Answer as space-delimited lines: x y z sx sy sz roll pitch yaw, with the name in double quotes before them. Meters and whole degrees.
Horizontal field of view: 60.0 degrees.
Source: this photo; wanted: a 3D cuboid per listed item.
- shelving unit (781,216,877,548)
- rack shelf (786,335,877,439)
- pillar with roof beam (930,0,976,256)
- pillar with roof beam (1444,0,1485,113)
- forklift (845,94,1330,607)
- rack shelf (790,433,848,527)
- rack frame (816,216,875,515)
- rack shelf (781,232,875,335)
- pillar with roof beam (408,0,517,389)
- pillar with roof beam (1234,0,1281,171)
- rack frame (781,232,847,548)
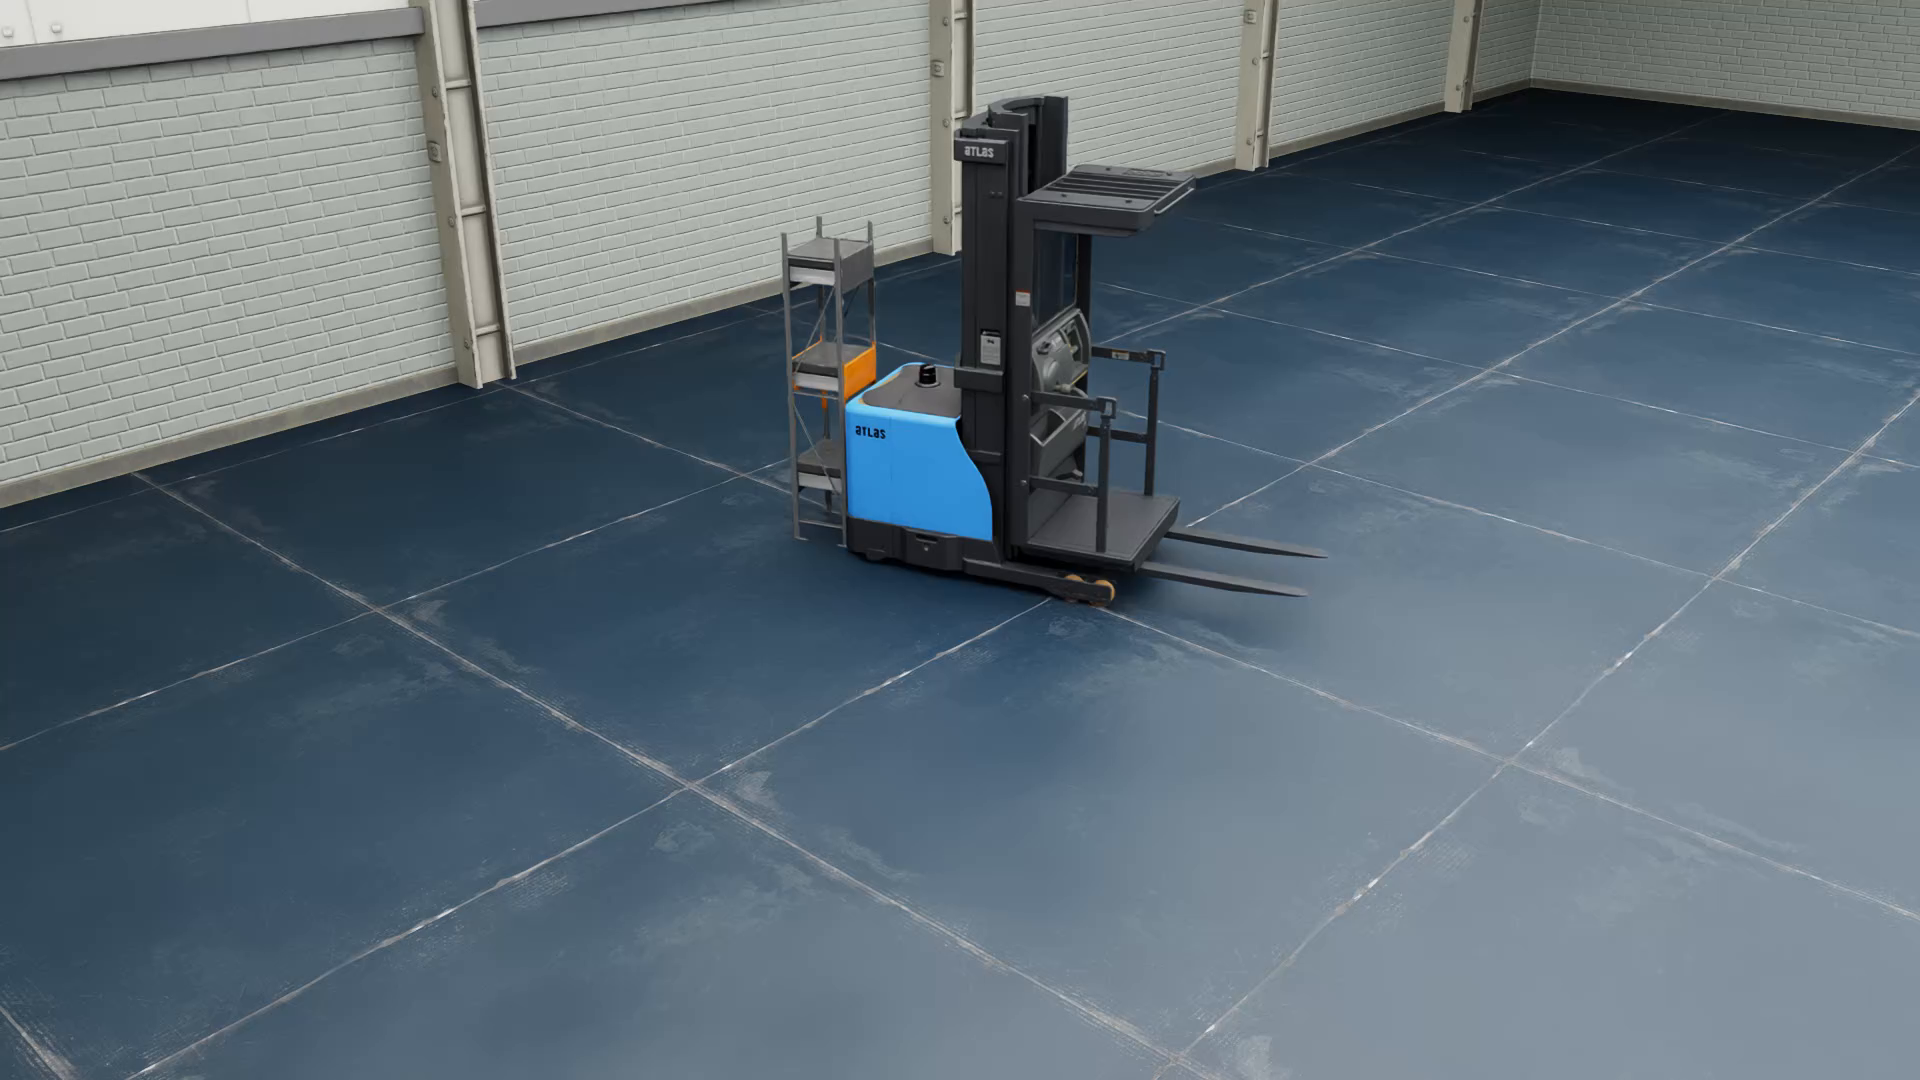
"shelving unit" -0.841 -1.029 10.979 0.431 2.100 0.503 10 26 20
"rack shelf" -0.841 -1.017 10.984 0.431 0.518 0.480 10 26 20
"pillar with roof beam" 3.133 -6.143 13.951 9.100 9.000 0.400 20 31 38
"pillar with roof beam" 11.142 -9.799 22.105 9.100 9.000 0.400 20 31 38
"forklift" 0.815 -1.167 10.270 3.031 2.935 1.130 10 26 21
"rack shelf" -0.841 -0.378 11.271 0.431 0.518 0.480 10 26 20
"rack frame" -0.748 -1.121 11.185 0.400 2.100 0.015 10 26 20
"rack shelf" -0.841 -1.655 10.698 0.431 0.518 0.480 10 26 20
"pillar with roof beam" -0.871 -4.315 9.874 9.100 9.000 0.400 20 31 38
"pillar with roof beam" 7.137 -7.971 18.028 9.100 9.000 0.400 20 31 38
"rack frame" -0.933 -0.937 10.773 0.400 2.100 0.015 10 26 20
